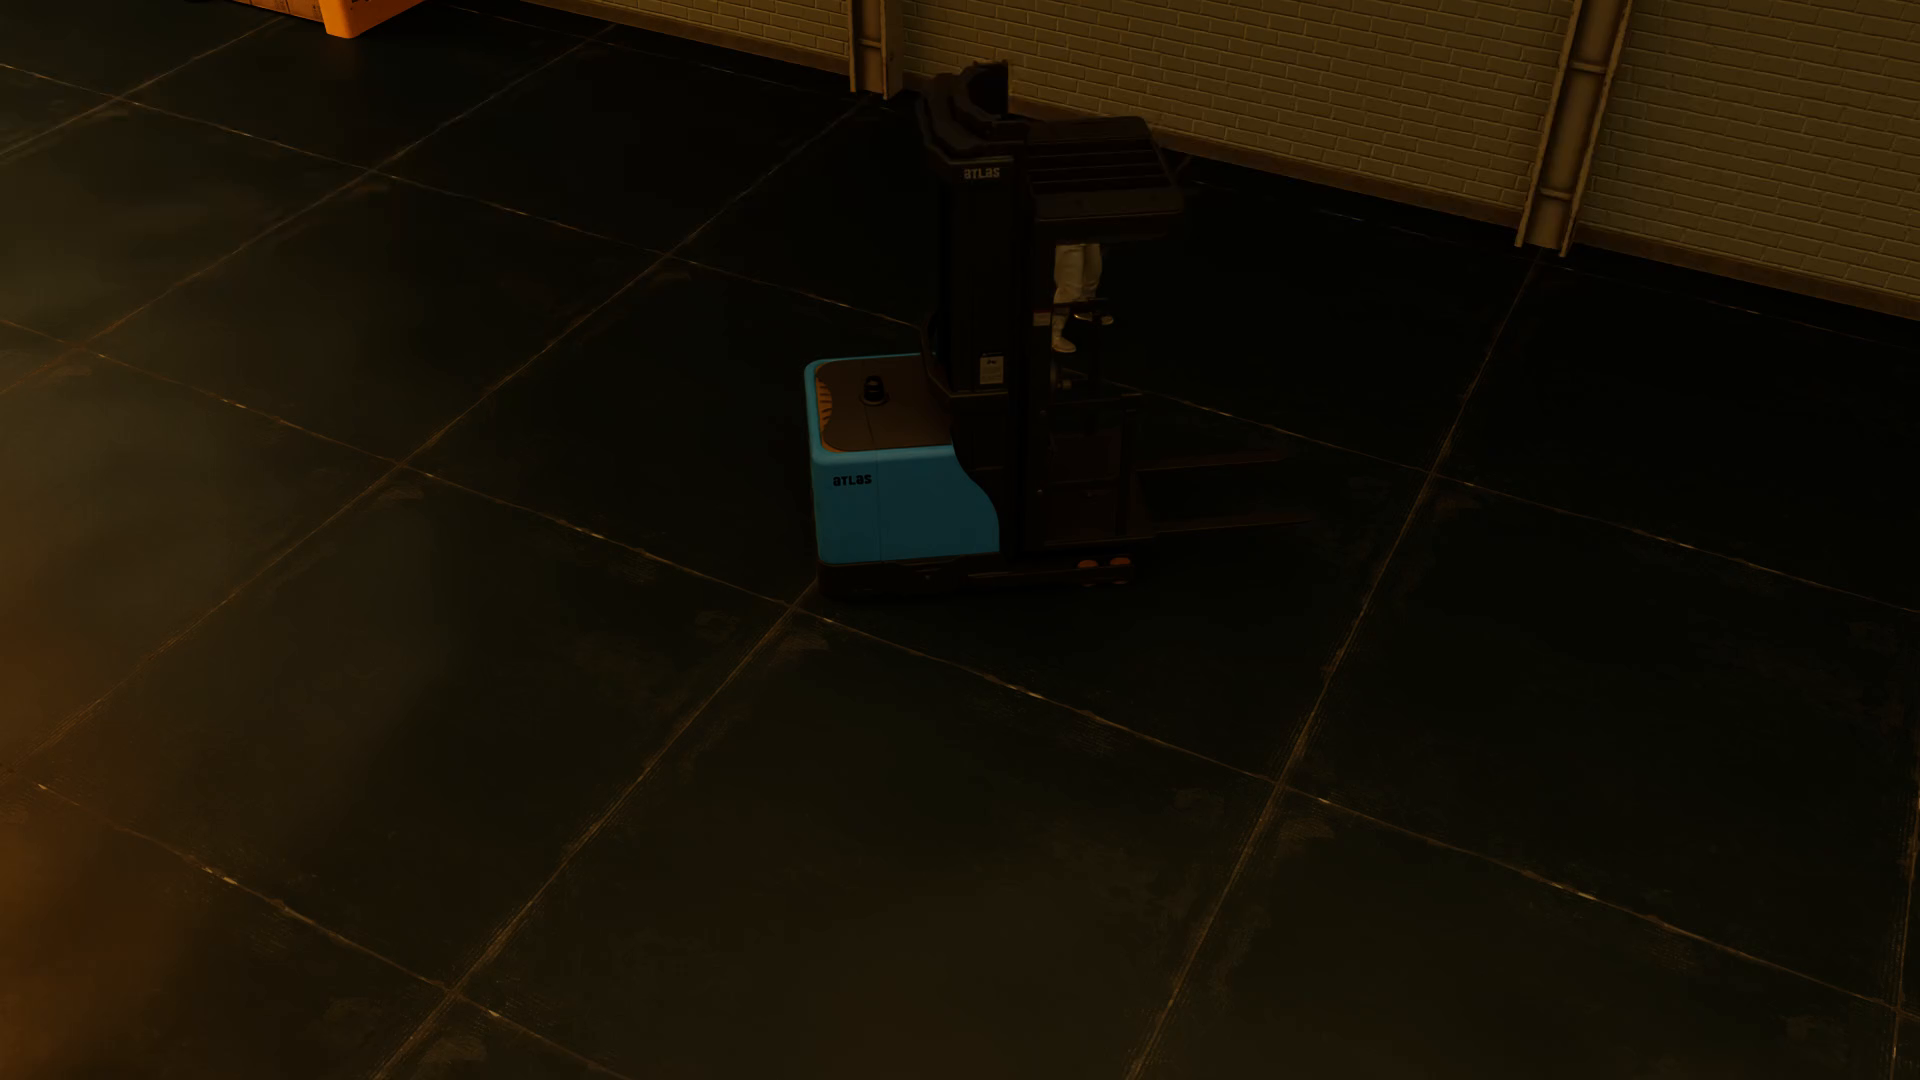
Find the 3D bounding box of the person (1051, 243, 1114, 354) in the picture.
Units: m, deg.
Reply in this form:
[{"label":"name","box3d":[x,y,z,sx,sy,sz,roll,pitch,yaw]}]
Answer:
[{"label":"person","box3d":[0.799,-2.100,11.481,0.433,1.646,0.708,19,44,21]}]

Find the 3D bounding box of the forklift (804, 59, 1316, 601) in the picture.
[{"label":"forklift","box3d":[0.617,-1.177,9.383,3.031,2.935,1.130,-4,40,-5]}]
